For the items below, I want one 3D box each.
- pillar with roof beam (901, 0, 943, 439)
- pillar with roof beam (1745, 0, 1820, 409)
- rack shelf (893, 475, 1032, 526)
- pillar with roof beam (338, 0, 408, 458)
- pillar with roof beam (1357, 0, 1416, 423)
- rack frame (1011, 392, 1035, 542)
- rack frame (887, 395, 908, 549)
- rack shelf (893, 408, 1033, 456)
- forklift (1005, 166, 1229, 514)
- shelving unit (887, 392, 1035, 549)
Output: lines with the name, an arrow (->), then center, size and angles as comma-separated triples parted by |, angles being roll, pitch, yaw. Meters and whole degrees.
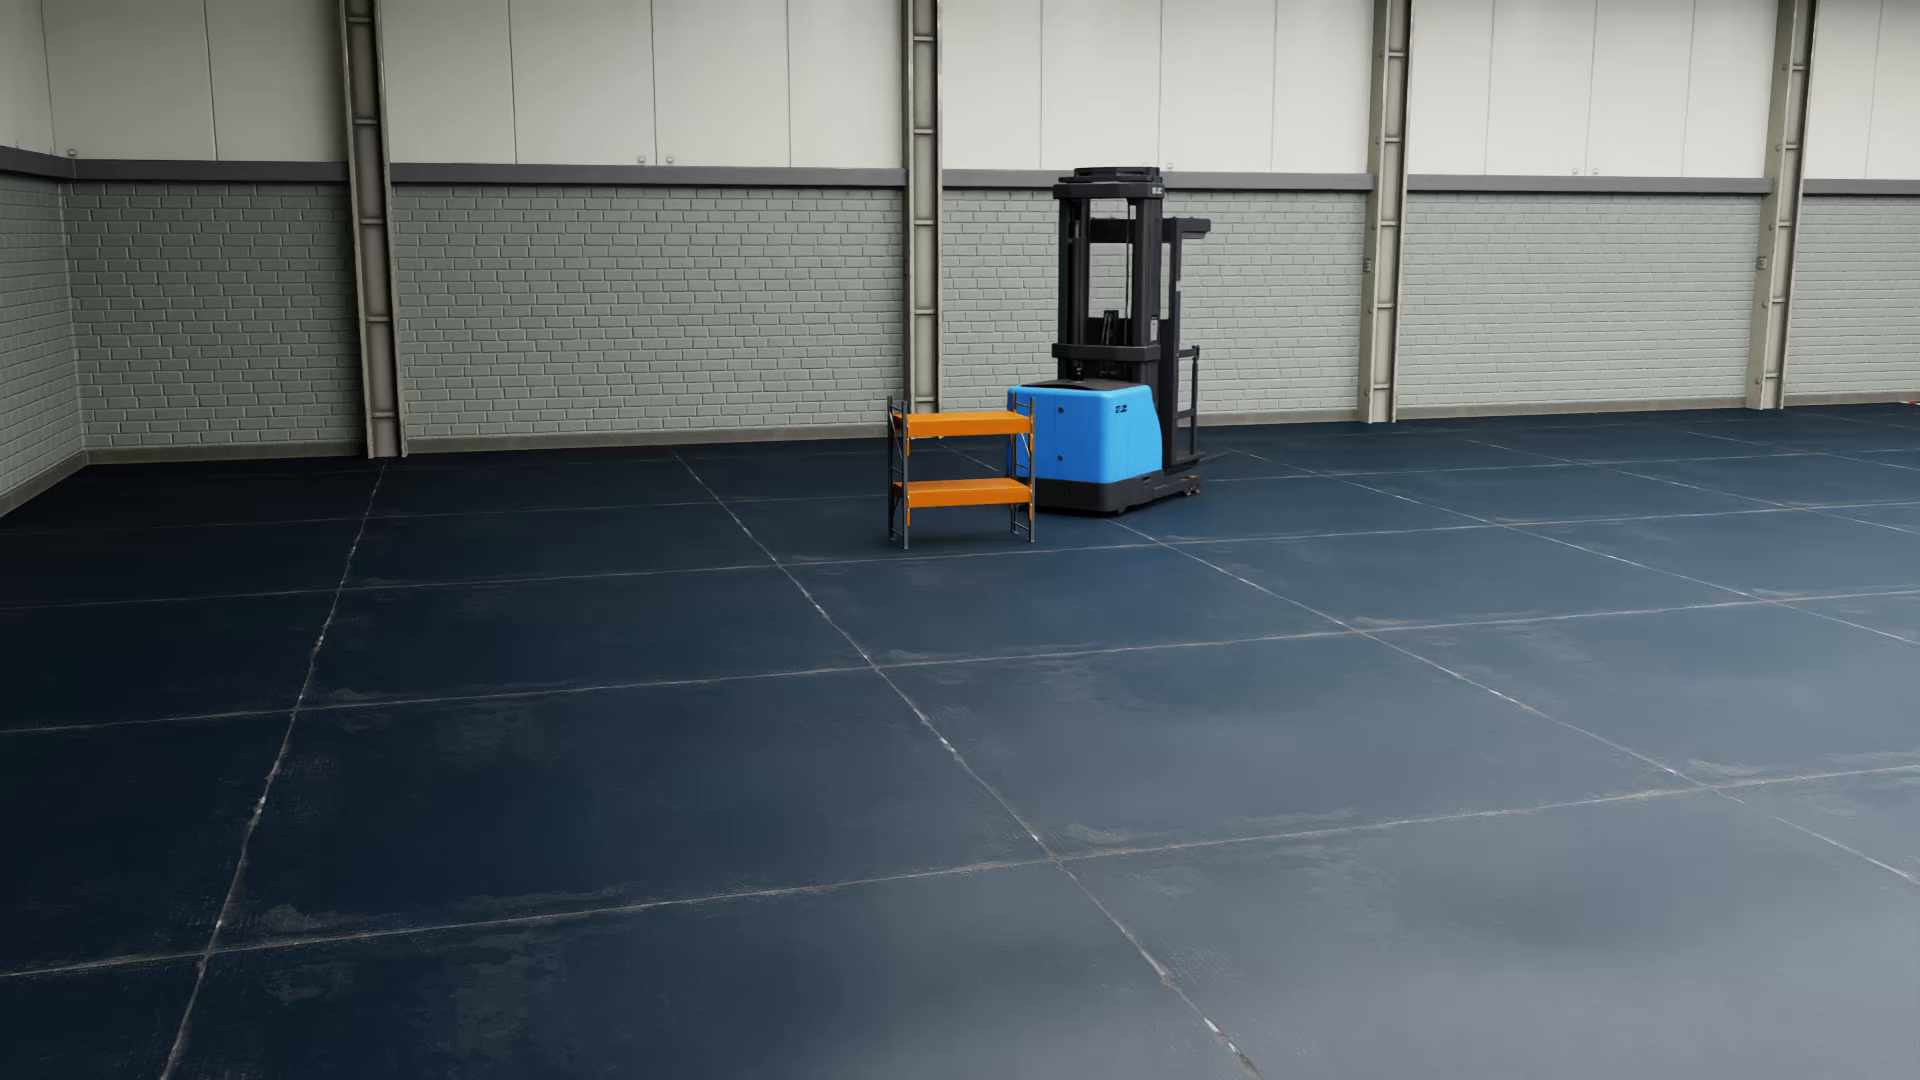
pillar with roof beam -> 0.770, -4.893, 14.772 | 0.400, 9.000, 9.100 | -3, 11, -16
pillar with roof beam -> 12.292, -5.501, 18.071 | 0.400, 9.000, 9.100 | -3, 11, -16
rack shelf -> 0.006, -0.313, 12.991 | 1.000, 0.278, 0.538 | -3, 11, -16
pillar with roof beam -> -4.991, -4.590, 13.123 | 0.400, 9.000, 9.100 | -3, 11, -16
pillar with roof beam -> 6.531, -5.197, 16.421 | 0.400, 9.000, 9.100 | -3, 11, -16
rack frame -> 0.495, -0.579, 13.086 | 0.032, 1.125, 0.500 | -3, 11, -16
rack frame -> -0.482, -0.528, 12.807 | 0.032, 1.125, 0.500 | -3, 11, -16
rack shelf -> 0.006, -0.841, 12.894 | 1.000, 0.278, 0.538 | -3, 11, -16
forklift -> 1.591, -1.883, 15.182 | 1.130, 2.935, 3.031 | 6, 12, 31
shelving unit -> 0.006, -0.554, 12.947 | 1.048, 1.125, 0.538 | -3, 11, -16
